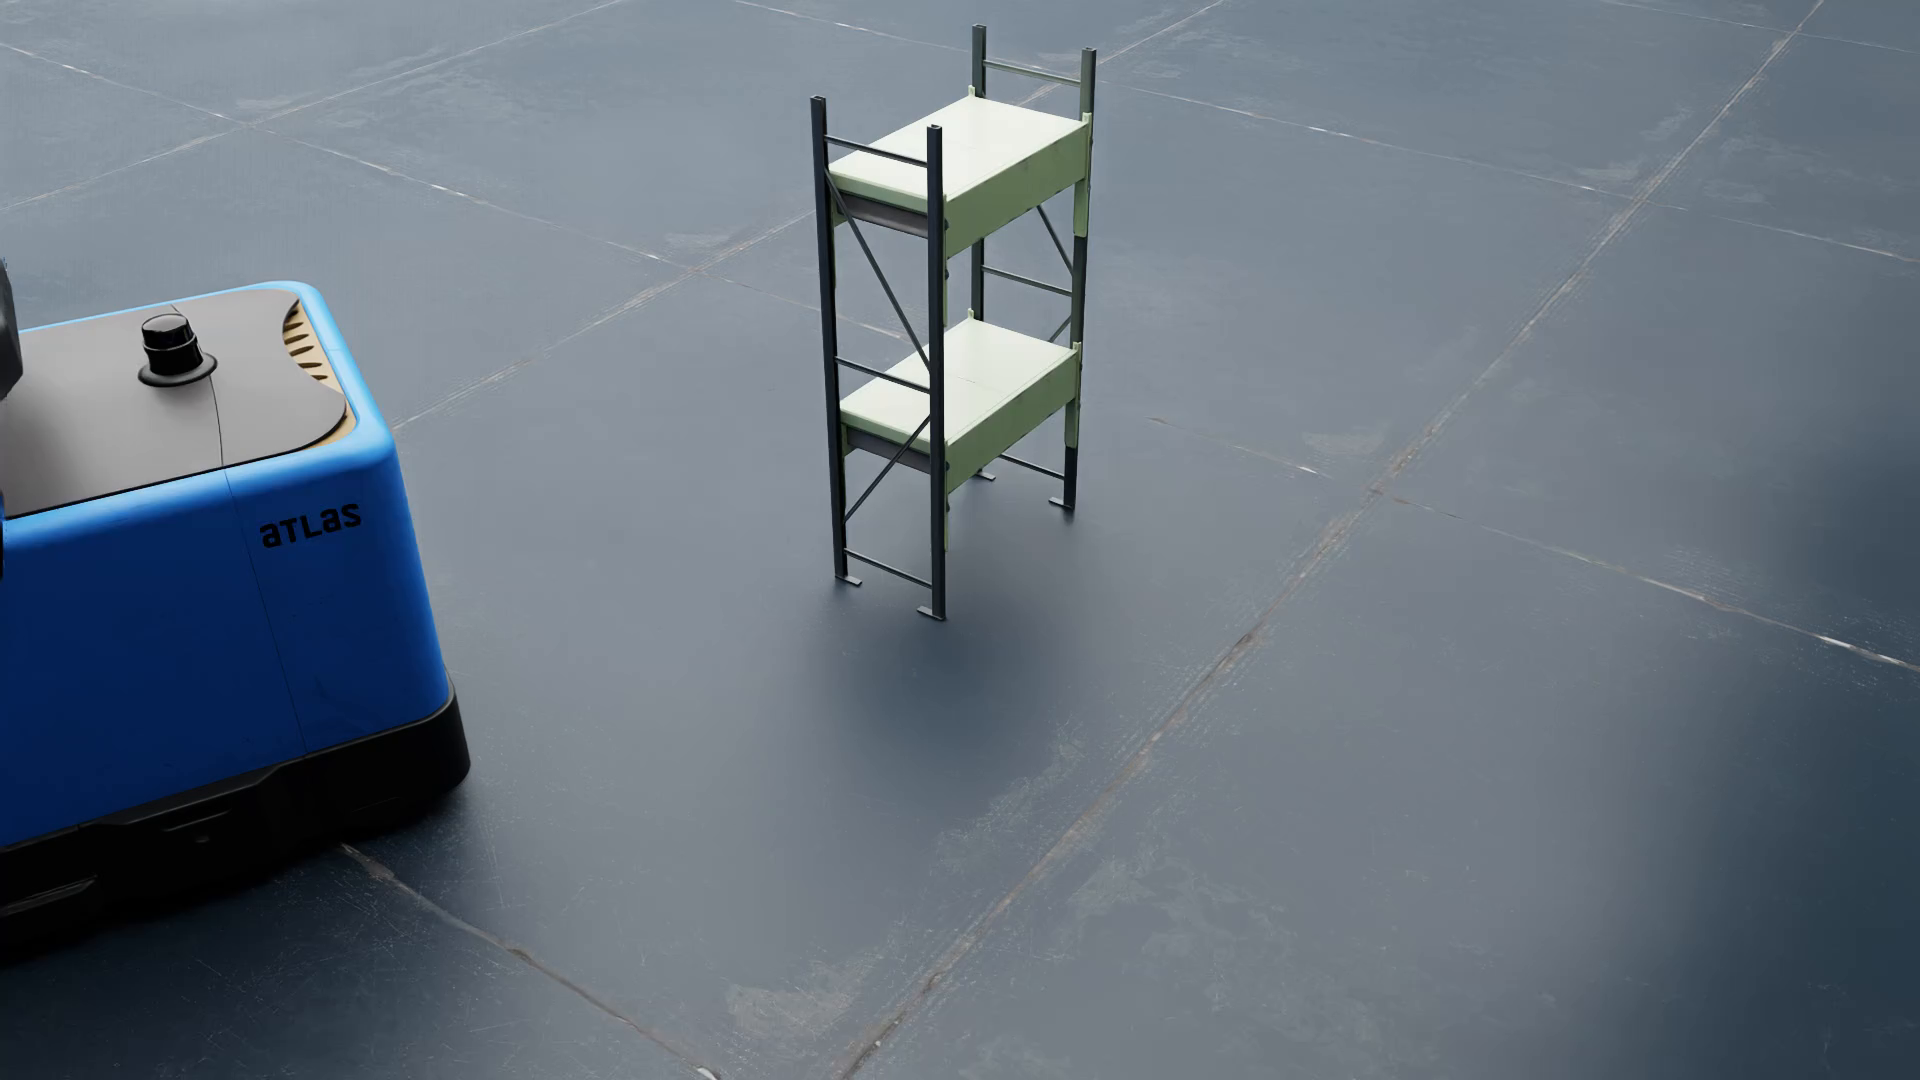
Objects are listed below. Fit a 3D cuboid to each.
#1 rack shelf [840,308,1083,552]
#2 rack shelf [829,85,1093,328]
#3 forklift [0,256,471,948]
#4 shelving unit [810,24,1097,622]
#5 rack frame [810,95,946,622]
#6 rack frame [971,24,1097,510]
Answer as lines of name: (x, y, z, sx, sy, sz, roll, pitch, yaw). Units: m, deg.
rack shelf: (-0.004, -0.348, 5.008, 0.431, 0.370, 0.720, 21, 39, 28)
rack shelf: (-0.004, -0.941, 4.607, 0.431, 0.370, 0.720, 21, 39, 28)
forklift: (-2.798, -0.397, 3.221, 3.031, 2.935, 1.130, -17, 38, -23)
shelving unit: (-0.004, -0.618, 4.825, 0.431, 1.500, 0.755, 21, 39, 28)
rack frame: (-0.212, -0.450, 4.576, 0.400, 1.500, 0.023, 21, 39, 28)
rack frame: (0.205, -0.787, 5.074, 0.400, 1.500, 0.023, 21, 39, 28)
